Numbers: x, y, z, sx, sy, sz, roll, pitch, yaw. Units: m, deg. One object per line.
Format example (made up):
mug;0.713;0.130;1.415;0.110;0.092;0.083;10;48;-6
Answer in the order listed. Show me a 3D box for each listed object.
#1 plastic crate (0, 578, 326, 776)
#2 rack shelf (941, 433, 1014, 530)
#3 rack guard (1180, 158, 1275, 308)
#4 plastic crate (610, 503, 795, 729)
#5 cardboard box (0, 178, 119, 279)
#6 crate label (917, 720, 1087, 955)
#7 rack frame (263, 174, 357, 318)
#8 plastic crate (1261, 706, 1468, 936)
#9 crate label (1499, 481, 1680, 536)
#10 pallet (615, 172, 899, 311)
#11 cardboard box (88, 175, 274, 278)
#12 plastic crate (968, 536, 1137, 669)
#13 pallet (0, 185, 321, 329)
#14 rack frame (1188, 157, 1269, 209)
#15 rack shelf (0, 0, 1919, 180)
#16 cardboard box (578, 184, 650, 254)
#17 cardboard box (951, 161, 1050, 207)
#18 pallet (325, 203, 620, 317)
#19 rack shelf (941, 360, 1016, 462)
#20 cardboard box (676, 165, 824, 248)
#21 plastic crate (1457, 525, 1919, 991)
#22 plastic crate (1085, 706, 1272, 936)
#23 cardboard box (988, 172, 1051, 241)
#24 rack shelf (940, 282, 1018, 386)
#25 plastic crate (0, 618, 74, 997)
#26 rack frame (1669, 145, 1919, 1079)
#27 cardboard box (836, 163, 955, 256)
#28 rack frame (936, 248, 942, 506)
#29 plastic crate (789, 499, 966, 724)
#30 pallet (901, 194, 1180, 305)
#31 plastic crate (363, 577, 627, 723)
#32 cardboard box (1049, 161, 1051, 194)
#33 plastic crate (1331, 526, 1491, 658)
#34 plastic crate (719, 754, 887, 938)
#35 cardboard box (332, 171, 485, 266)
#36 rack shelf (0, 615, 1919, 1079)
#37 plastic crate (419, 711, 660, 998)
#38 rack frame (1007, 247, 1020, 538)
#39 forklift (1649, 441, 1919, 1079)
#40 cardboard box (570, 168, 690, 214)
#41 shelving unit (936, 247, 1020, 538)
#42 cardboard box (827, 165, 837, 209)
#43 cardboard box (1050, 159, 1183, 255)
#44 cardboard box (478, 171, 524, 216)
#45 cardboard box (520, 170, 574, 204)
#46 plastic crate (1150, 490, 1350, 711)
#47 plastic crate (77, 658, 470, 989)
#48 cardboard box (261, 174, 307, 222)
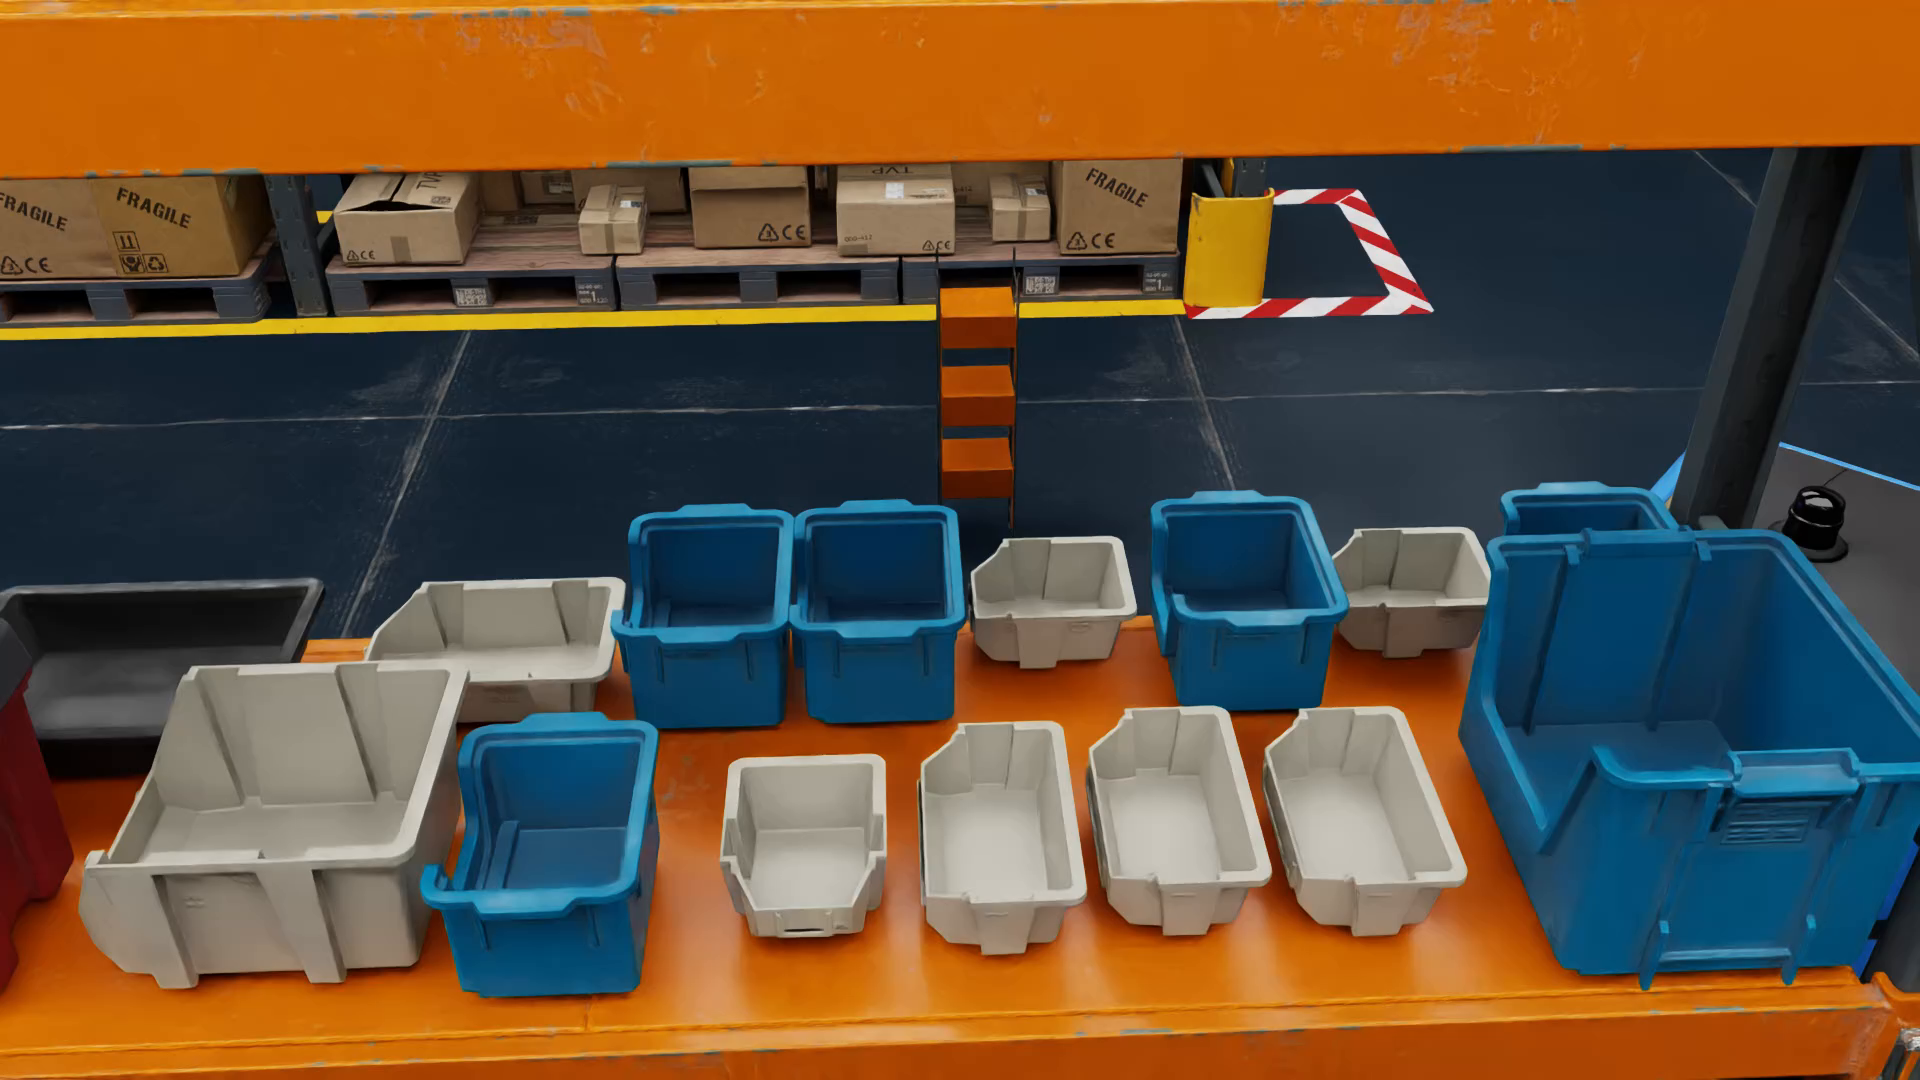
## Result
plastic crate;-1.460;0.253;2.938;0.590;0.125;0.437;-2;35;-2
rack shelf;0.053;-0.196;5.618;0.240;0.259;0.215;-2;35;-2
rack guard;1.123;-1.546;7.545;0.348;0.500;1.175;-2;35;-2
plastic crate;-0.447;0.147;2.997;0.300;0.233;0.416;-2;35;-2
cardboard box;-3.770;-1.437;7.000;0.500;0.500;0.500;-1;35;-2
crate label;0.057;0.469;2.615;0.243;0.136;0.396;-2;35;-2
rack frame;-2.796;-2.469;6.681;0.127;3.000;1.000;-2;35;-2
plastic crate;0.624;0.448;2.646;0.243;0.136;0.396;-2;35;-2
crate label;1.168;0.103;3.060;0.303;0.233;0.416;-2;35;-2
pallet;-0.889;-1.374;7.551;1.213;0.211;1.003;-2;35;-2
cardboard box;-3.276;-1.445;7.013;0.500;0.500;0.500;-2;35;-2
plastic crate;0.166;0.123;3.116;0.298;0.136;0.250;-2;35;-2
pallet;-3.607;-1.278;7.412;1.213;0.211;1.003;-2;35;-2
rack frame;1.199;-2.576;6.837;0.127;3.000;1.000;-2;35;-2
rack shelf;-0.568;-0.644;2.041;4.000;0.370;1.077;-2;35;-2
cardboard box;-1.503;-1.402;7.243;0.250;0.166;0.380;-2;35;-2
cardboard box;0.143;-1.760;7.687;0.500;0.250;0.500;-2;35;-2
pallet;-2.110;-1.340;7.501;1.213;0.211;1.003;-2;35;-2
rack shelf;0.053;-0.424;5.459;0.240;0.259;0.215;-2;35;-2
cardboard box;-0.920;-1.677;7.344;0.637;0.503;0.797;-2;35;-2
plastic crate;1.104;0.315;2.575;0.499;0.435;0.616;-2;35;-2
plastic crate;0.334;0.448;2.646;0.243;0.136;0.396;-2;35;-2
cardboard box;0.259;-1.478;7.353;0.250;0.166;0.380;-2;35;-2
rack shelf;0.053;-0.658;5.298;0.240;0.259;0.215;-2;35;-2
plastic crate;-1.662;0.415;2.406;0.583;0.464;0.402;-2;35;-2
rack frame;1.430;0.239;2.768;0.127;3.000;1.000;-2;35;-2
cardboard box;-0.283;-1.463;7.258;0.500;0.250;0.500;-2;35;-2
rack frame;-0.068;-0.430;5.449;0.008;1.050;0.200;-2;35;-2
plastic crate;-0.147;0.139;3.008;0.300;0.233;0.416;-2;35;-2
pallet;0.327;-1.406;7.596;1.213;0.211;1.003;-2;35;-2
plastic crate;-0.840;0.213;2.985;0.466;0.136;0.293;-2;35;-2
cardboard box;0.515;-1.770;7.774;0.250;0.166;0.380;-2;35;-2
plastic crate;0.844;0.104;3.142;0.298;0.136;0.250;-2;35;-2
plastic crate;-0.238;0.488;2.589;0.250;0.136;0.298;-2;35;-2
cardboard box;-2.367;-1.432;7.160;0.500;0.311;0.500;-2;35;-2
rack shelf;-0.568;0.589;2.895;4.000;0.370;1.077;-2;35;-2
plastic crate;-0.609;0.485;2.508;0.300;0.233;0.416;-2;35;-2
rack frame;0.175;-0.436;5.458;0.008;1.050;0.200;-2;35;-2
forklift;2.796;0.113;3.012;3.031;2.935;1.130;25;42;32
cardboard box;-1.491;-1.741;7.605;0.500;0.311;0.500;-2;35;-2
shelving unit;0.053;-0.433;5.453;0.252;1.050;0.215;-2;35;-2
cardboard box;-0.356;-1.746;7.667;0.500;0.250;0.500;-2;35;-2
cardboard box;0.668;-1.575;7.200;0.500;0.500;0.500;-2;35;-2
cardboard box;-2.241;-1.798;7.522;0.500;0.500;0.500;-2;35;-2
cardboard box;-1.869;-1.698;7.686;0.250;0.149;0.380;-2;35;-2
plastic crate;0.510;0.121;3.034;0.300;0.233;0.416;-2;35;-2
plastic crate;-1.031;0.435;2.537;0.530;0.282;0.437;-2;35;-2
cardboard box;-3.291;-1.747;7.449;0.500;0.500;0.500;-3;35;-4
